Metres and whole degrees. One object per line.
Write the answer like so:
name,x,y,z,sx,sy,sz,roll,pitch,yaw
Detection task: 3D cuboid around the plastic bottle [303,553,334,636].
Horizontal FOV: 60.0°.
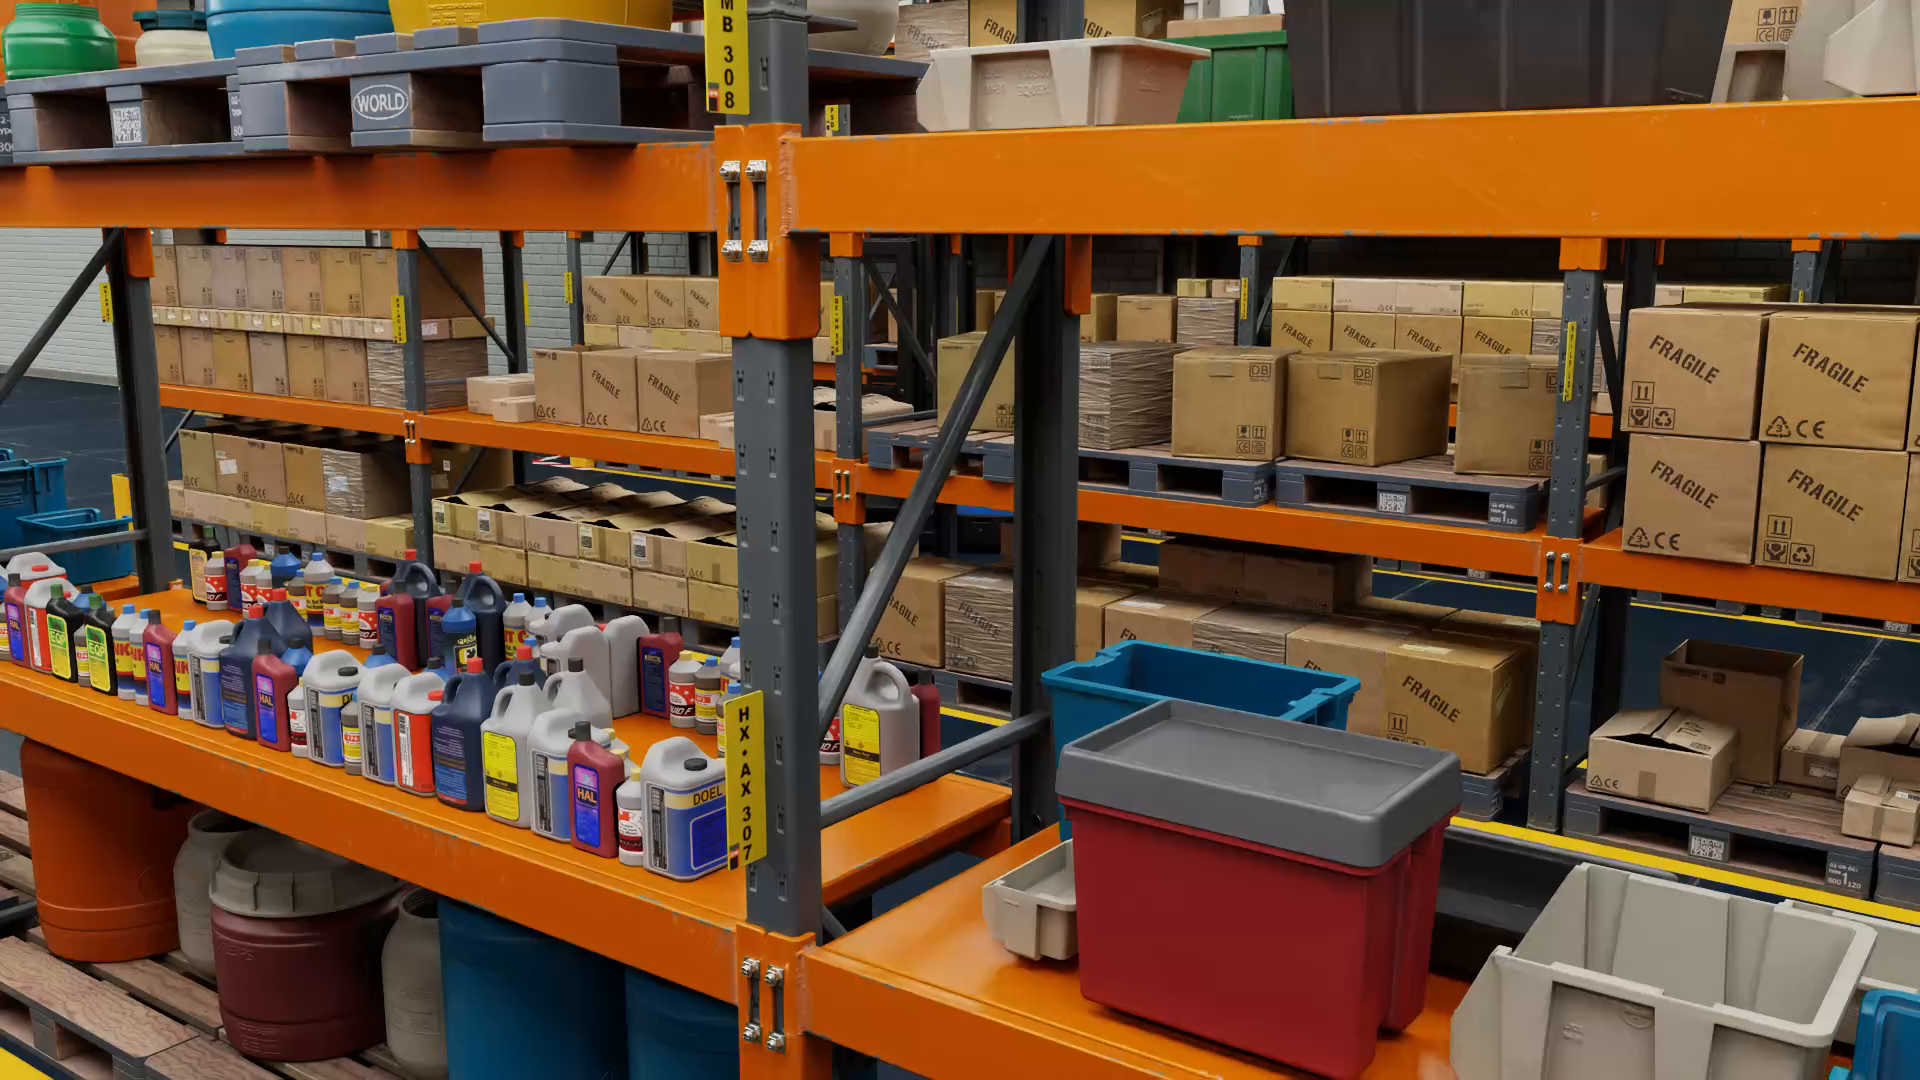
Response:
plastic bottle,-2.135,0.178,5.550,0.097,0.271,0.097,0,11,0

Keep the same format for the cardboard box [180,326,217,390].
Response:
cardboard box,-6.014,-1.544,13.851,0.500,0.500,0.700,8,14,37

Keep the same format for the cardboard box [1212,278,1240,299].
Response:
cardboard box,2.273,-2.085,13.780,0.250,0.149,0.380,6,12,28

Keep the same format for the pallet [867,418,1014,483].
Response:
pallet,0.227,-0.549,9.474,1.003,0.211,1.213,8,13,36

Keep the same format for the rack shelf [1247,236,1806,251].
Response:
rack shelf,4.181,-2.362,12.338,4.000,0.370,1.077,8,13,36

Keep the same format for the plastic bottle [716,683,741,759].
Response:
plastic bottle,-0.573,0.466,4.245,0.097,0.201,0.097,0,11,0

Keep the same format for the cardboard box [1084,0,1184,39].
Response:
cardboard box,0.809,-2.556,8.554,0.500,0.500,0.500,8,13,36

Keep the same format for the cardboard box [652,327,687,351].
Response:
cardboard box,-2.840,-2.085,17.252,0.500,0.250,0.500,8,13,35

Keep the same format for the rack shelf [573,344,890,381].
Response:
rack shelf,-2.267,-1.789,17.272,4.000,0.370,1.077,8,13,36

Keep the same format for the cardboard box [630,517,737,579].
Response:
cardboard box,-1.756,0.024,10.664,0.500,0.311,0.500,8,13,35

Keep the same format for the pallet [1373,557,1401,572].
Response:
pallet,3.159,0.002,13.463,1.213,0.211,1.003,8,13,36

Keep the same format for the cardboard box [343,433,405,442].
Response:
cardboard box,-4.579,-0.595,13.367,0.500,0.500,0.500,8,13,36

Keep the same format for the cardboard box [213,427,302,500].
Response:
cardboard box,-5.693,-0.628,13.536,0.500,0.500,0.500,8,13,36

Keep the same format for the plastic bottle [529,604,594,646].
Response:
plastic bottle,-1.152,0.320,4.807,0.135,0.276,0.152,8,13,36

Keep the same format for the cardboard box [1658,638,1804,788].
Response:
cardboard box,3.491,0.773,7.559,0.500,0.500,0.500,8,13,36

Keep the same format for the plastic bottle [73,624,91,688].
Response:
plastic bottle,-2.580,0.329,4.953,0.097,0.201,0.097,0,11,0

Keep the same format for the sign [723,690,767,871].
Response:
sign,-0.399,0.447,3.092,0.005,0.325,0.100,8,13,36

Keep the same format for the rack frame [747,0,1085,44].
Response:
rack frame,-0.071,-2.446,2.982,0.127,3.000,1.000,8,13,36

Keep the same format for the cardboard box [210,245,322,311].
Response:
cardboard box,-5.563,-2.119,13.405,0.500,0.500,0.700,8,14,36

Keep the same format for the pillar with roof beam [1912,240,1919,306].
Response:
pillar with roof beam,4.321,-3.358,7.693,0.400,9.000,9.100,8,13,36

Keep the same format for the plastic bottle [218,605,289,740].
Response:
plastic bottle,-1.894,0.346,4.472,0.185,0.351,0.144,8,13,36

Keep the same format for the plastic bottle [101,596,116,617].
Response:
plastic bottle,-2.706,0.276,5.229,0.097,0.201,0.097,0,11,0

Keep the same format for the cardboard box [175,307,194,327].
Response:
cardboard box,-6.205,-1.841,13.676,0.250,0.149,0.380,8,14,36

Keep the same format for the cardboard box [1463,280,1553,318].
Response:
cardboard box,4.036,-1.777,12.247,0.500,0.250,0.500,8,13,34

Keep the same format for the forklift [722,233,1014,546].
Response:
forklift,-0.621,-1.456,13.839,3.031,2.935,1.130,2,11,8

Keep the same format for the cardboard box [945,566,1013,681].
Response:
cardboard box,0.262,0.456,9.199,0.500,0.500,0.500,7,13,33

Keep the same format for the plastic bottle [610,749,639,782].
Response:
plastic bottle,-0.762,0.569,3.716,0.097,0.201,0.097,0,11,0

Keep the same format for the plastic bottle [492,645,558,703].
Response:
plastic bottle,-1.070,0.427,4.054,0.185,0.351,0.144,8,13,36

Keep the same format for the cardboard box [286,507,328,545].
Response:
cardboard box,-4.897,-0.145,13.014,0.500,0.250,0.500,8,13,36

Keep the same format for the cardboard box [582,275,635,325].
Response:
cardboard box,-3.673,-2.571,17.791,0.500,0.500,0.500,8,14,36

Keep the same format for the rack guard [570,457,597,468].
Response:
rack guard,-3.818,-1.131,18.559,0.348,0.500,1.175,8,13,36

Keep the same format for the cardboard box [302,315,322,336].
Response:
cardboard box,-4.750,-1.638,12.629,0.250,0.149,0.380,8,13,35

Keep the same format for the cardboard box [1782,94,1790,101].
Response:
cardboard box,3.108,-1.811,6.672,0.500,0.250,0.500,8,13,36

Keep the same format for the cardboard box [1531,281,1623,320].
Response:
cardboard box,4.447,-1.720,11.951,0.500,0.250,0.500,8,14,37

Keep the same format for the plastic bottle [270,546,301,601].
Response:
plastic bottle,-2.292,0.156,5.663,0.097,0.271,0.097,0,11,0

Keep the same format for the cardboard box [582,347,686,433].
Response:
cardboard box,-2.147,-1.003,11.053,0.500,0.500,0.500,8,14,36

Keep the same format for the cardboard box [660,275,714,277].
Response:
cardboard box,-2.974,-2.592,17.901,0.500,0.500,0.500,8,14,36

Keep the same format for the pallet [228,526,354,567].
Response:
pallet,-5.188,-0.022,13.587,1.213,0.211,1.003,8,13,36

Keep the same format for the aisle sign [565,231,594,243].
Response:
aisle sign,-4.115,-3.605,17.923,0.004,0.787,0.394,8,13,36

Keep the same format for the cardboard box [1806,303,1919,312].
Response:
cardboard box,3.839,-0.724,6.981,0.500,0.500,0.500,8,13,34

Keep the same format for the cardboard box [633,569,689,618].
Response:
cardboard box,-1.750,0.299,10.720,0.500,0.250,0.500,8,14,37

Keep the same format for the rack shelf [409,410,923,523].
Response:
rack shelf,-1.973,-0.580,11.025,4.000,0.370,1.077,8,13,36

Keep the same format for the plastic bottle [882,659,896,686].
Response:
plastic bottle,-0.222,0.435,4.191,0.133,0.283,0.061,8,13,36

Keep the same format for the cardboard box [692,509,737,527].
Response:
cardboard box,-1.447,-0.059,11.096,0.500,0.311,0.500,7,13,34

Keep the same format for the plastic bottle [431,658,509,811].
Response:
plastic bottle,-1.155,0.449,3.939,0.185,0.351,0.144,8,13,36

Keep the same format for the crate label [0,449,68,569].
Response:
crate label,-3.936,-0.121,6.665,0.616,0.435,0.502,8,13,36

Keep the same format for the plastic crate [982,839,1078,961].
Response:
plastic crate,0.219,0.673,3.188,0.243,0.136,0.396,8,13,36

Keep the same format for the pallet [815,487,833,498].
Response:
pallet,-1.218,-0.618,16.668,1.213,0.211,1.003,8,13,36

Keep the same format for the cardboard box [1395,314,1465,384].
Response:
cardboard box,3.625,-1.462,12.591,0.500,0.500,0.500,8,13,35

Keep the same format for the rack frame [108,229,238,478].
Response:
rack frame,-6.809,-1.608,14.443,0.127,3.000,1.000,8,13,36

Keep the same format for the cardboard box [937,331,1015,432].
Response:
cardboard box,0.214,-0.910,9.468,0.500,0.500,0.700,3,11,17

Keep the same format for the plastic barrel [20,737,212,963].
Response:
plastic barrel,-2.891,0.961,5.772,0.708,0.830,0.600,8,13,36

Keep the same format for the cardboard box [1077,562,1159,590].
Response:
cardboard box,0.949,0.430,9.331,0.500,0.500,0.500,7,13,34
